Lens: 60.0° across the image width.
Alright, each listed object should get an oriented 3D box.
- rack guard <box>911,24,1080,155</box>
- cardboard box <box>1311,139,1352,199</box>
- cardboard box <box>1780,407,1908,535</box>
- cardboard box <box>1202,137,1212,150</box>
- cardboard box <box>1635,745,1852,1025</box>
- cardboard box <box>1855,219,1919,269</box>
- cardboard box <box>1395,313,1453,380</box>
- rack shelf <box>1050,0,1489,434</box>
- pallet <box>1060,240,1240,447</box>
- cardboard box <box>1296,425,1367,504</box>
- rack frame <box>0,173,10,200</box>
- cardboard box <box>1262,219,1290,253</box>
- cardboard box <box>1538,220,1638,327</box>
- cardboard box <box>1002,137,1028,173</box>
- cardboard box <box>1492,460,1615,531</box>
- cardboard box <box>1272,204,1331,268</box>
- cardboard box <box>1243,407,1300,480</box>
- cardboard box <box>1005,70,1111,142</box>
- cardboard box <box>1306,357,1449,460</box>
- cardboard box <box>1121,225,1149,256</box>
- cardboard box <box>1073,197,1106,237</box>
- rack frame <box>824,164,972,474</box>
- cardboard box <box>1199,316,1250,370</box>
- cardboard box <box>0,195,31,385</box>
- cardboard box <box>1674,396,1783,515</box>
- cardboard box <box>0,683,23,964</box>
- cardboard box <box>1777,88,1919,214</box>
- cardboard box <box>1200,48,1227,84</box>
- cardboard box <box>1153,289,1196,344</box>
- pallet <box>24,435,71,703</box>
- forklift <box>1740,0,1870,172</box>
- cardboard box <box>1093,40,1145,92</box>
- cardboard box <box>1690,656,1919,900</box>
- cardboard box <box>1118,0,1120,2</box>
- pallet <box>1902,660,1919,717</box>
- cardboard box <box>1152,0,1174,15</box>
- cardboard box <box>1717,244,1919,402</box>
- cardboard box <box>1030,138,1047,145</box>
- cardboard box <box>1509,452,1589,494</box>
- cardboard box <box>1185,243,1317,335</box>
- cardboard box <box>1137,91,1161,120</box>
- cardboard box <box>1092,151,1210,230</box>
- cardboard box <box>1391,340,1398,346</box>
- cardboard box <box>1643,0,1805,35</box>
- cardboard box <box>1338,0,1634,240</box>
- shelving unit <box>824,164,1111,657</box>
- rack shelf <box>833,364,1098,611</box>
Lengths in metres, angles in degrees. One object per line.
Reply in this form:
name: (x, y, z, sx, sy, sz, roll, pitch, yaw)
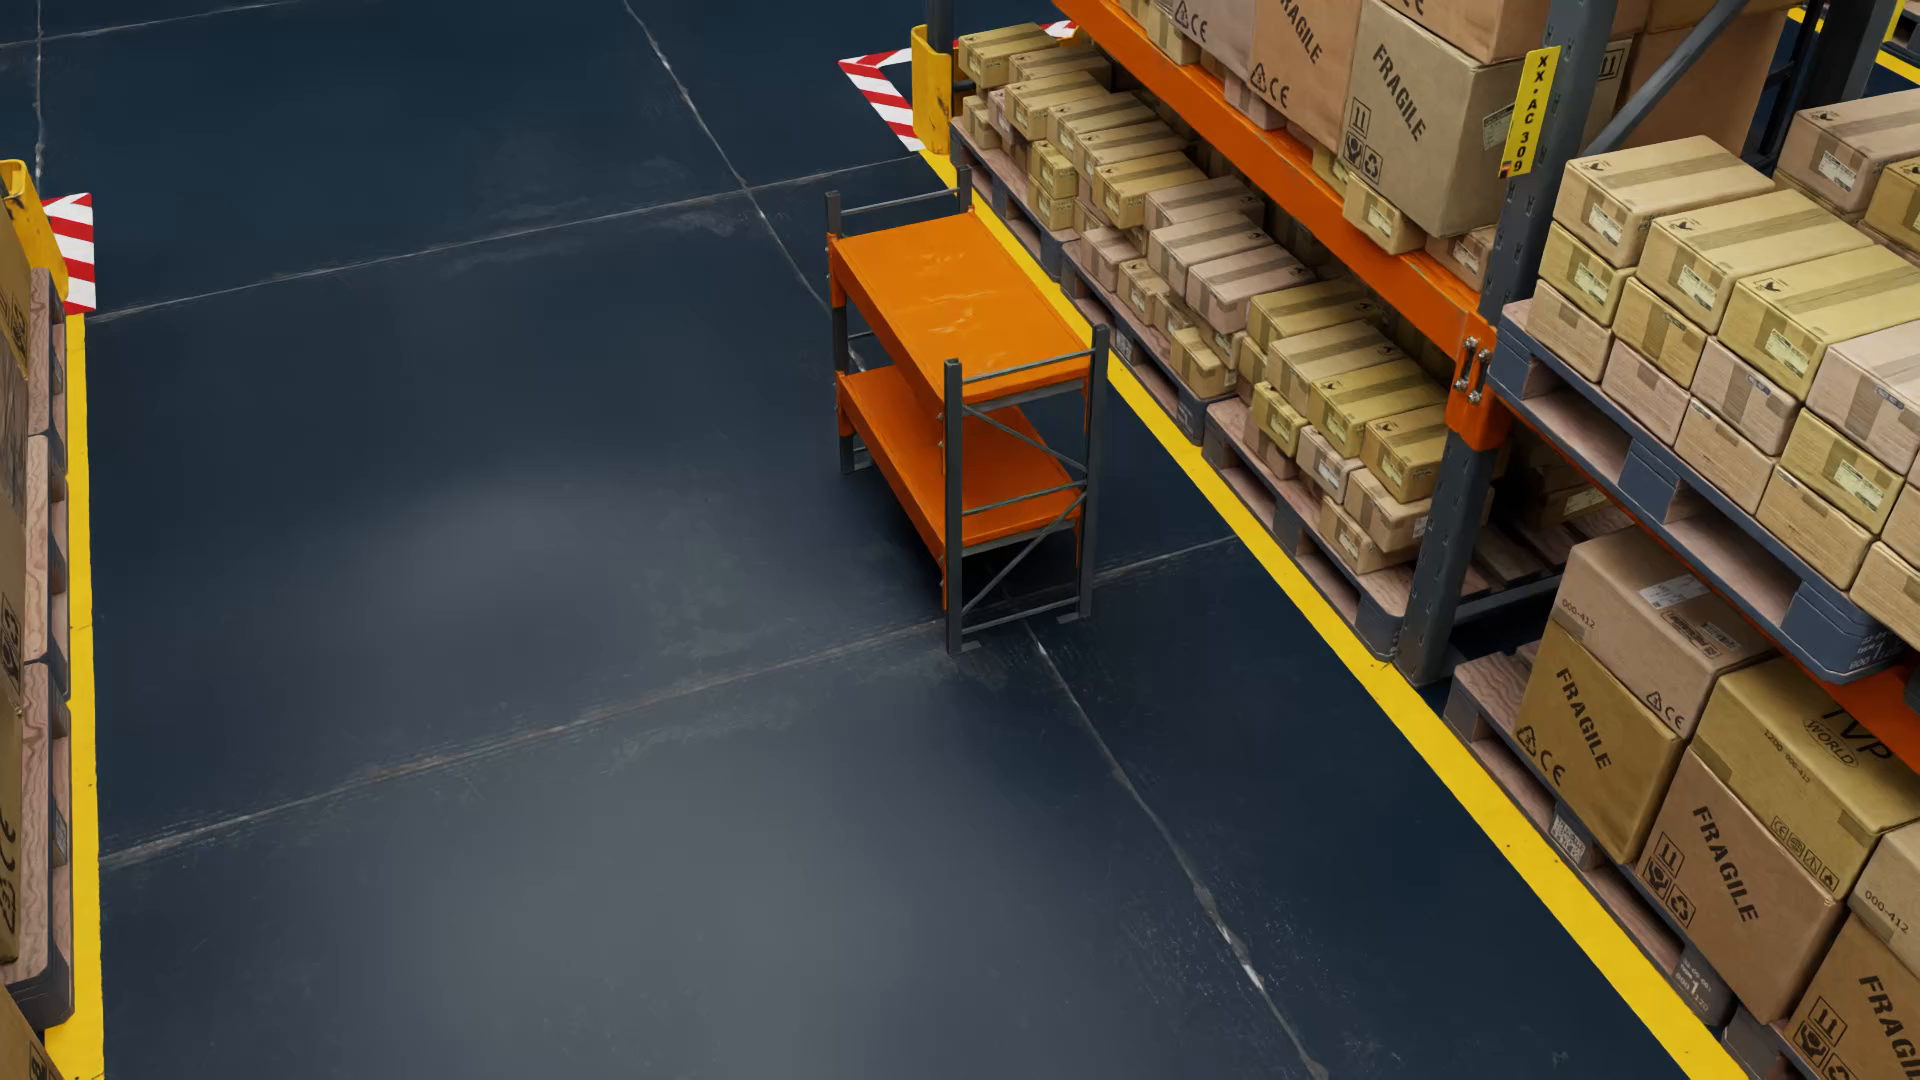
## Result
rack guard: (0.357, -2.246, 7.978, 1.175, 0.500, 0.348, -15, 43, -17)
cardboard box: (1.287, -1.152, 4.982, 0.380, 0.149, 0.250, -13, 42, -15)
cardboard box: (1.885, -0.187, 3.309, 0.380, 0.149, 0.250, -17, 43, -19)
cardboard box: (1.219, -1.678, 6.808, 0.380, 0.149, 0.250, -14, 43, -15)
cardboard box: (2.101, 0.789, 4.127, 0.500, 0.500, 0.500, -13, 42, -15)
cardboard box: (2.295, -0.657, 3.856, 0.380, 0.149, 0.250, -15, 43, -17)
cardboard box: (1.726, -0.713, 5.687, 0.380, 0.149, 0.250, -16, 43, -17)
rack shelf: (1.094, -1.762, 6.050, 1.077, 0.370, 4.000, -15, 43, -17)
pallet: (1.099, -0.904, 6.639, 1.003, 0.211, 1.213, -15, 43, -17)
cardboard box: (1.330, -0.291, 5.424, 0.380, 0.149, 0.250, -17, 44, -19)
rack frame: (-4.293, -2.063, 5.848, 1.000, 3.000, 0.127, -15, 43, -17)
cardboard box: (1.416, -1.244, 6.532, 0.380, 0.149, 0.250, -15, 43, -16)
cardboard box: (1.585, -0.654, 3.853, 0.380, 0.149, 0.250, -14, 43, -16)
cardboard box: (0.409, -1.785, 7.389, 0.380, 0.149, 0.250, -15, 43, -17)
cardboard box: (2.016, -0.207, 5.555, 0.380, 0.149, 0.250, -17, 44, -19)
cardboard box: (1.402, -1.182, 6.232, 0.380, 0.149, 0.250, -17, 43, -19)
cardboard box: (1.211, -0.380, 5.755, 0.380, 0.149, 0.250, -16, 43, -18)
cardboard box: (0.410, -1.823, 6.977, 0.380, 0.149, 0.250, -15, 43, -17)
cardboard box: (1.348, -0.427, 5.354, 0.380, 0.149, 0.250, -15, 43, -16)
cardboard box: (0.849, -1.275, 6.569, 0.380, 0.149, 0.250, -13, 42, -15)
cardboard box: (0.692, -1.326, 6.855, 0.380, 0.149, 0.250, -15, 43, -17)
rack frame: (-0.197, -0.737, 5.744, 0.500, 1.125, 0.032, -15, 43, -17)
cardboard box: (1.090, -0.772, 5.984, 0.380, 0.149, 0.250, -14, 43, -16)
cardboard box: (-3.974, -1.051, 5.979, 0.875, 0.875, 0.875, -15, 43, -17)
cardboard box: (1.788, -0.224, 3.581, 0.380, 0.149, 0.250, -15, 43, -17)
cardboard box: (-2.941, 0.576, 4.087, 0.875, 0.875, 0.875, -15, 43, -17)
cardboard box: (2.193, -0.926, 3.941, 0.380, 0.149, 0.250, -13, 42, -15)
cardboard box: (1.031, -1.636, 5.545, 0.380, 0.149, 0.250, -16, 43, -17)
cardboard box: (0.960, -0.856, 6.310, 0.380, 0.149, 0.250, -14, 43, -16)
pallet: (-3.452, 0.191, 5.366, 1.003, 0.211, 1.213, -15, 43, -17)
forklift: (2.933, -2.639, 6.570, 3.031, 2.935, 1.130, -28, 48, -28)
cardboard box: (0.808, -2.122, 7.325, 0.380, 0.149, 0.250, -14, 43, -16)
cardboard box: (2.104, 0.506, 3.881, 0.500, 0.250, 0.500, -14, 43, -16)
cardboard box: (0.714, -2.101, 6.086, 0.380, 0.149, 0.250, -16, 43, -18)
pallet: (2.594, 0.471, 3.049, 1.003, 0.211, 1.213, -15, 43, -17)
cardboard box: (0.850, -2.131, 5.622, 0.500, 0.500, 0.500, -16, 43, -18)
cardboard box: (1.793, -0.446, 3.382, 0.380, 0.149, 0.250, -15, 43, -16)
cardboard box: (0.520, -1.746, 7.116, 0.380, 0.149, 0.250, -15, 43, -16)
cardboard box: (2.016, -0.319, 5.456, 0.380, 0.149, 0.250, -13, 42, -15)
cardboard box: (1.030, -0.891, 5.894, 0.380, 0.149, 0.250, -17, 44, -19)
cardboard box: (0.995, -1.871, 7.261, 0.380, 0.149, 0.250, -17, 43, -19)
cardboard box: (0.737, -1.355, 6.433, 0.380, 0.149, 0.250, -14, 43, -16)
cardboard box: (1.609, -0.750, 5.958, 0.380, 0.149, 0.250, -17, 44, -19)
cardboard box: (1.911, -1.692, 4.345, 0.500, 0.500, 0.500, -14, 43, -16)
cardboard box: (1.413, -1.201, 4.541, 0.500, 0.500, 0.500, -15, 43, -17)
shelving unit: (-0.003, -0.431, 5.388, 0.538, 1.125, 1.048, -15, 43, -17)
rack shelf: (-0.003, -0.245, 5.547, 0.538, 0.278, 1.000, -15, 43, -17)
